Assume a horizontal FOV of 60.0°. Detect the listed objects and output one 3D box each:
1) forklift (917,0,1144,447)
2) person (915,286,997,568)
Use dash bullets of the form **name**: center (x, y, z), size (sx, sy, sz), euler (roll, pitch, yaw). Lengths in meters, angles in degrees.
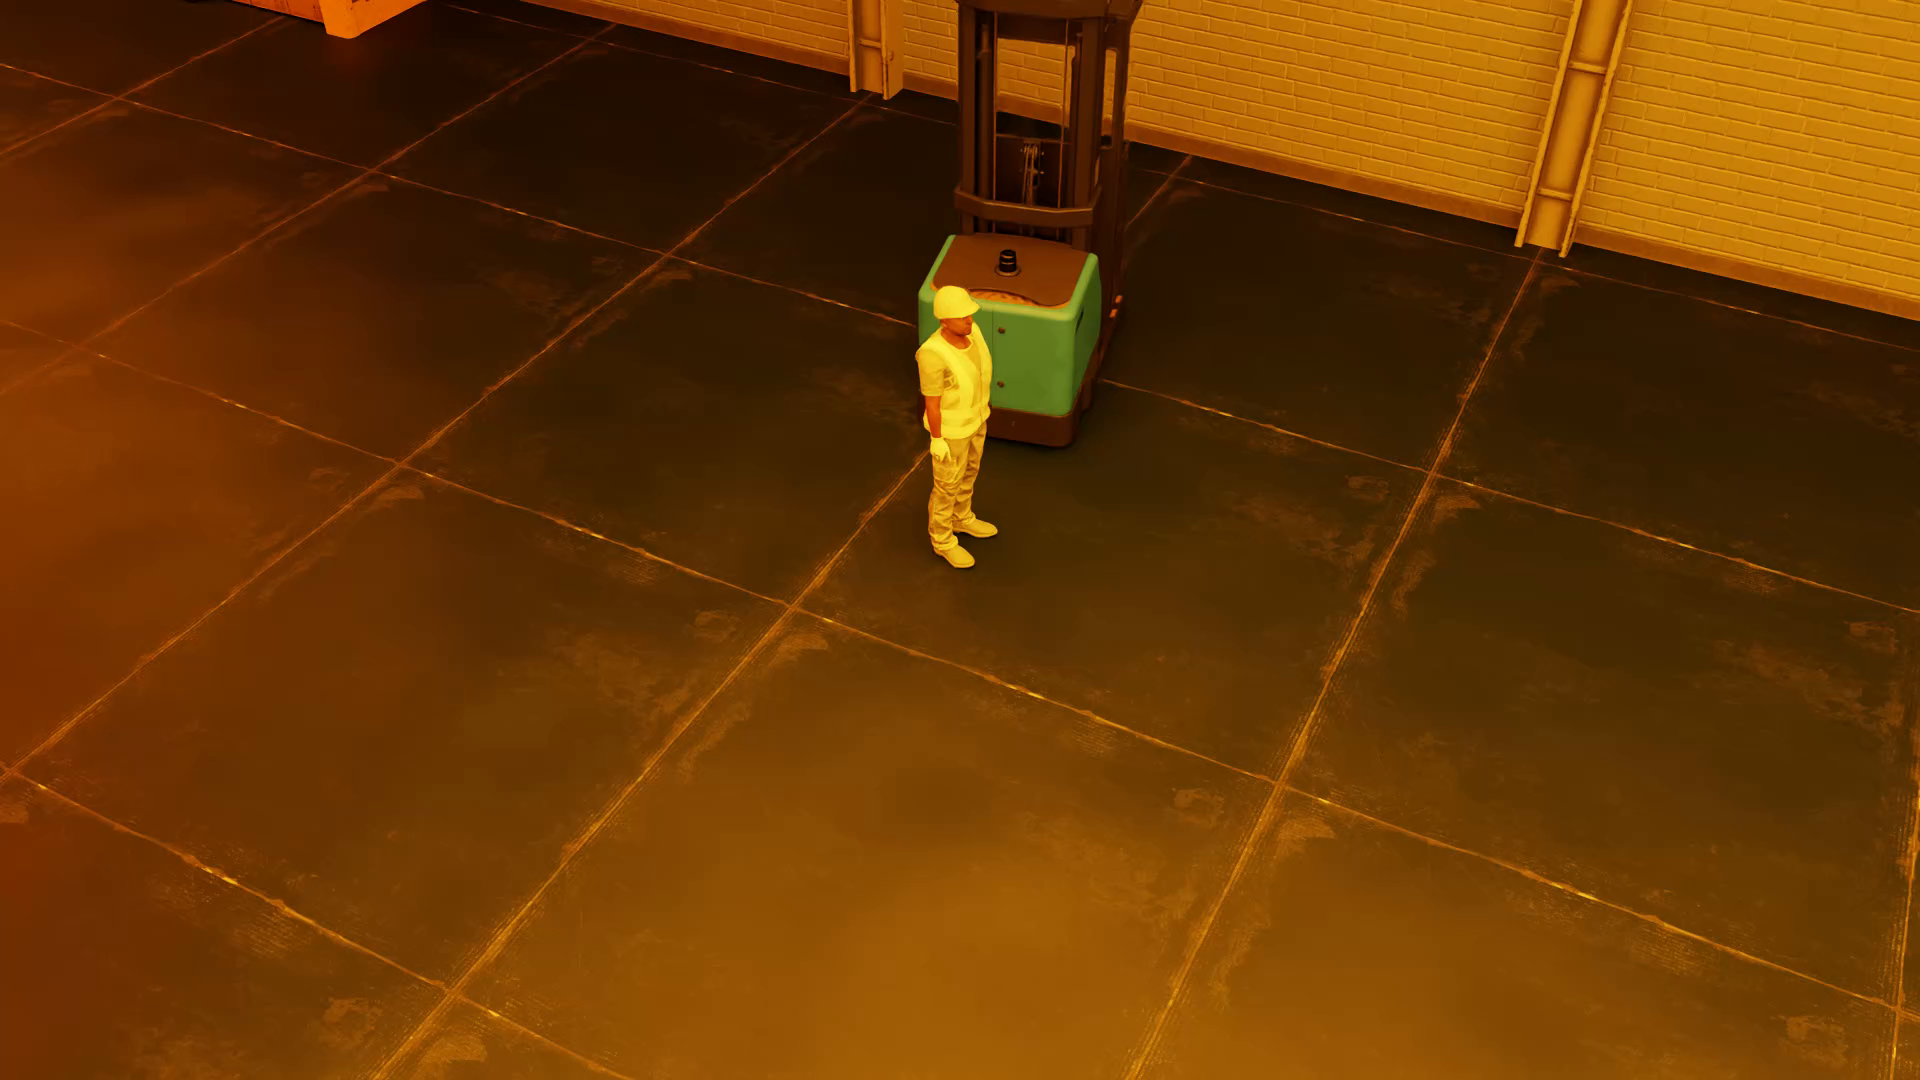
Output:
- **forklift**: center (0.590, -2.689, 11.179), size (1.130, 2.935, 3.031), euler (10, 41, 11)
- **person**: center (0.003, -0.683, 9.688), size (0.387, 1.789, 0.543), euler (18, 43, 21)
